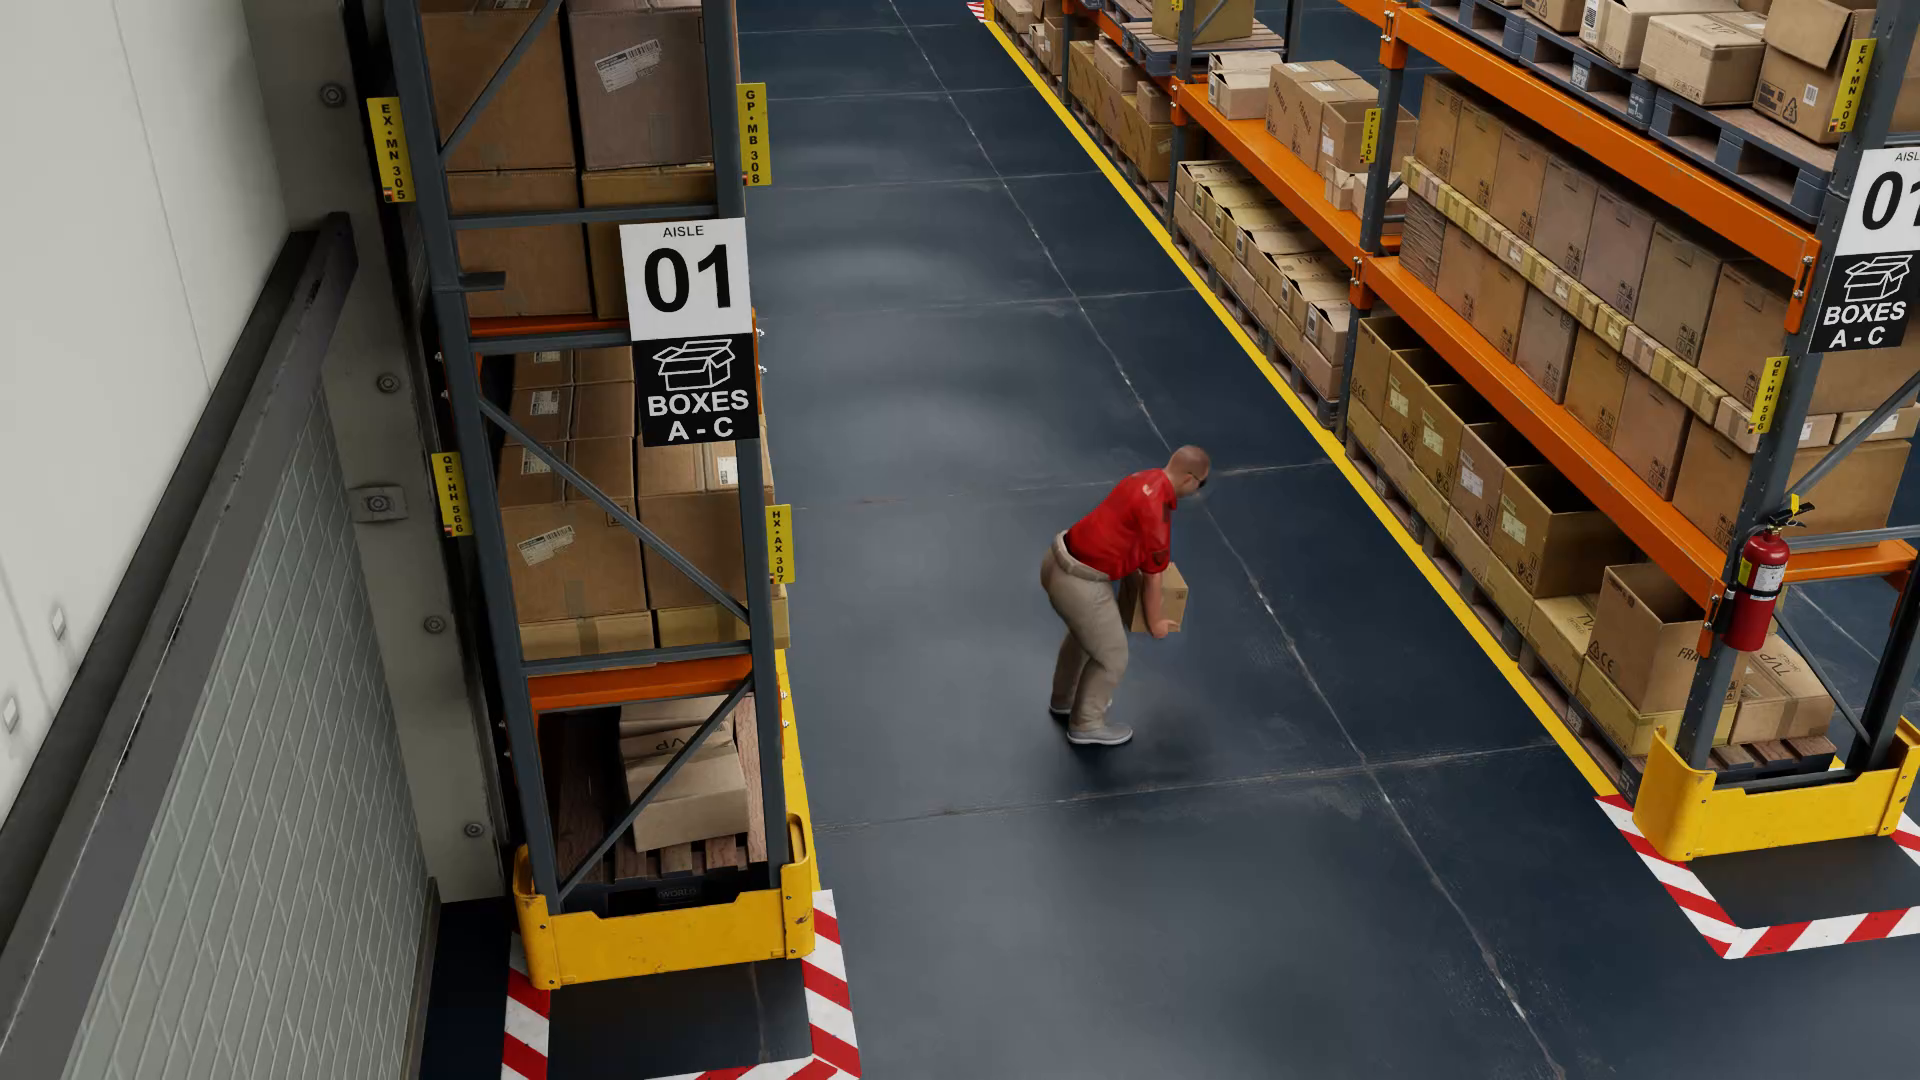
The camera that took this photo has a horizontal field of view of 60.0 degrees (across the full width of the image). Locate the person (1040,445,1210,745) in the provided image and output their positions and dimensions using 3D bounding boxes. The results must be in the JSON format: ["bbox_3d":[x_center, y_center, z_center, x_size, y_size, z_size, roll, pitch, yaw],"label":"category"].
[{"bbox_3d":[0.776,0.254,7.946,0.778,1.510,0.465,-6,31,-10],"label":"person"}]
